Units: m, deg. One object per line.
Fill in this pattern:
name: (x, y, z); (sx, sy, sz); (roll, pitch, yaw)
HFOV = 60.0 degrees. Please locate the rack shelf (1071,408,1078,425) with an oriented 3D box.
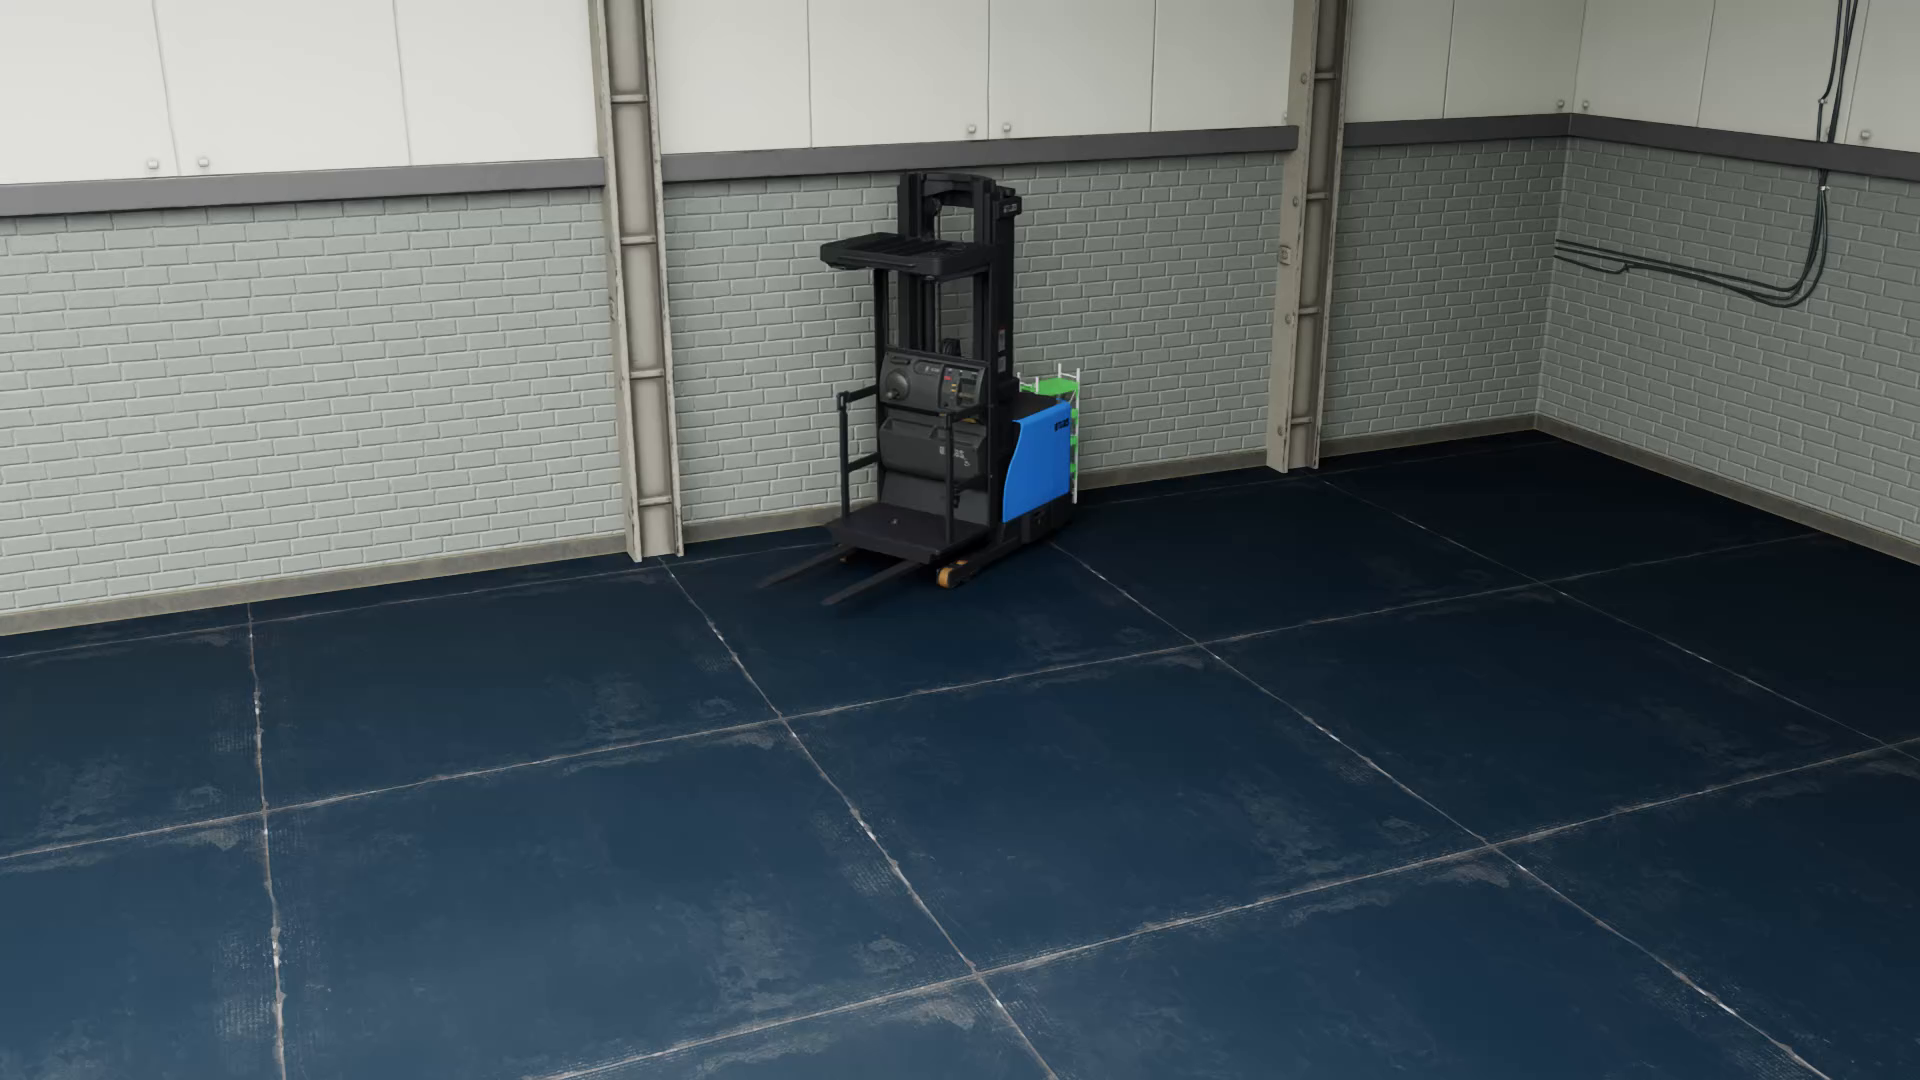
rack shelf: (0.744, -1.025, 14.096); (0.480, 0.148, 0.258); (-17, 25, -39)

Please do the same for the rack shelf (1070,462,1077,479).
rack shelf: (0.744, -0.572, 14.255); (0.480, 0.148, 0.258); (-17, 25, -39)

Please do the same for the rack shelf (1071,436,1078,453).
rack shelf: (0.744, -0.798, 14.175); (0.480, 0.148, 0.258); (-17, 25, -39)

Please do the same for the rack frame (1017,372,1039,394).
rack frame: (0.563, -0.804, 14.000); (0.015, 1.200, 0.240); (-17, 25, -39)

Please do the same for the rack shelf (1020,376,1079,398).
rack shelf: (0.744, -1.251, 14.016); (0.480, 0.148, 0.258); (-17, 25, -39)

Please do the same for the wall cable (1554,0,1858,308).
wall cable: (6.314, -3.452, 14.451); (0.112, 2.526, 3.097); (-8, 21, -22)

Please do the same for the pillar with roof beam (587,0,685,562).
pillar with roof beam: (-0.719, -2.830, 8.010); (0.400, 9.000, 9.100); (-8, 21, -22)

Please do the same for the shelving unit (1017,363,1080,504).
shelving unit: (0.744, -0.859, 14.154); (0.503, 1.200, 0.258); (-17, 25, -39)

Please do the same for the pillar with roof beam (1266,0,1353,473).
pillar with roof beam: (4.790, -3.619, 10.252); (0.400, 9.000, 9.100); (-8, 21, -22)

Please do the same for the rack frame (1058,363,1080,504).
rack frame: (0.926, -0.913, 14.308); (0.015, 1.200, 0.240); (-17, 25, -39)

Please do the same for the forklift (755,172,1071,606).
forklift: (-0.333, -1.194, 12.501); (1.130, 2.935, 3.031); (13, 23, 33)
